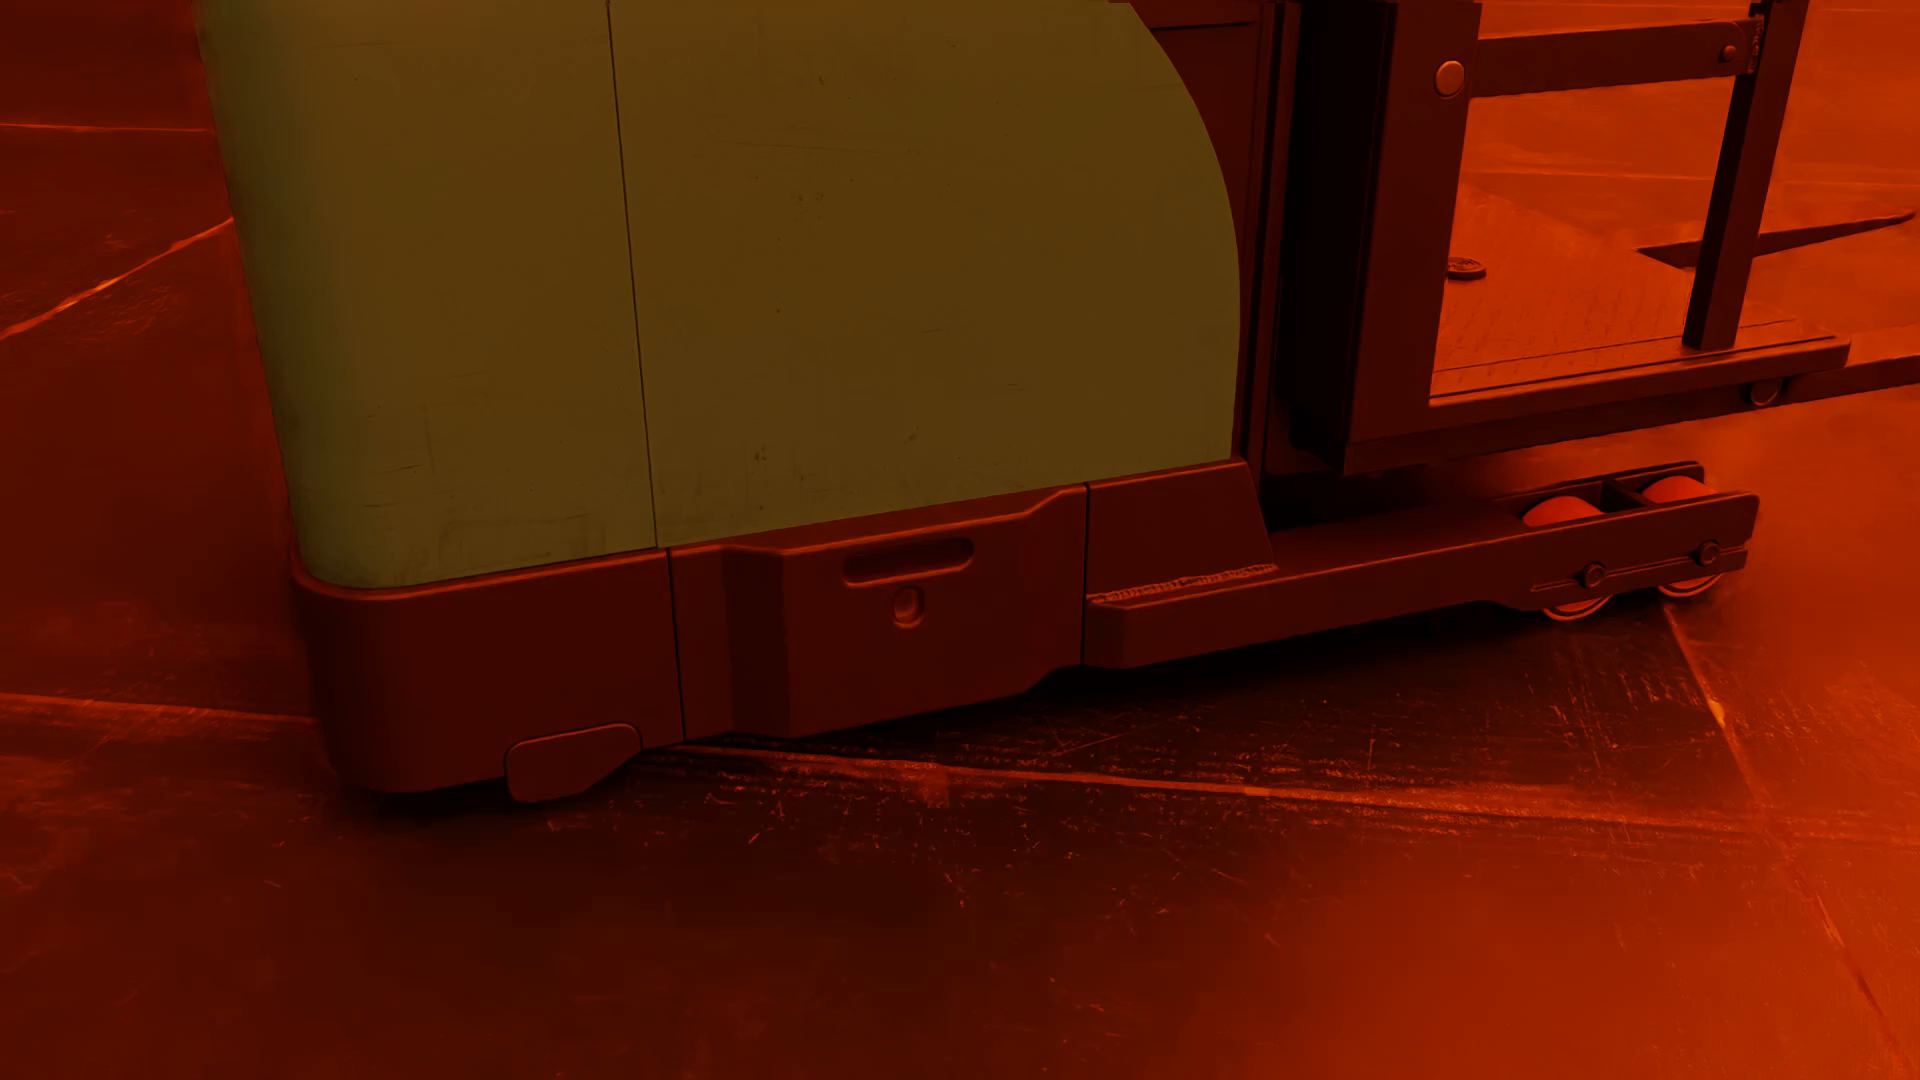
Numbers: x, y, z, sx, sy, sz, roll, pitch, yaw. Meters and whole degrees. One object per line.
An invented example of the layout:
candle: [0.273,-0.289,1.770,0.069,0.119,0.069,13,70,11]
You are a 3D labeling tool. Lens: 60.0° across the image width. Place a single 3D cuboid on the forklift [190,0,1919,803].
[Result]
forklift: [0.574,-1.413,2.049,3.031,2.935,1.130,-9,28,-18]
